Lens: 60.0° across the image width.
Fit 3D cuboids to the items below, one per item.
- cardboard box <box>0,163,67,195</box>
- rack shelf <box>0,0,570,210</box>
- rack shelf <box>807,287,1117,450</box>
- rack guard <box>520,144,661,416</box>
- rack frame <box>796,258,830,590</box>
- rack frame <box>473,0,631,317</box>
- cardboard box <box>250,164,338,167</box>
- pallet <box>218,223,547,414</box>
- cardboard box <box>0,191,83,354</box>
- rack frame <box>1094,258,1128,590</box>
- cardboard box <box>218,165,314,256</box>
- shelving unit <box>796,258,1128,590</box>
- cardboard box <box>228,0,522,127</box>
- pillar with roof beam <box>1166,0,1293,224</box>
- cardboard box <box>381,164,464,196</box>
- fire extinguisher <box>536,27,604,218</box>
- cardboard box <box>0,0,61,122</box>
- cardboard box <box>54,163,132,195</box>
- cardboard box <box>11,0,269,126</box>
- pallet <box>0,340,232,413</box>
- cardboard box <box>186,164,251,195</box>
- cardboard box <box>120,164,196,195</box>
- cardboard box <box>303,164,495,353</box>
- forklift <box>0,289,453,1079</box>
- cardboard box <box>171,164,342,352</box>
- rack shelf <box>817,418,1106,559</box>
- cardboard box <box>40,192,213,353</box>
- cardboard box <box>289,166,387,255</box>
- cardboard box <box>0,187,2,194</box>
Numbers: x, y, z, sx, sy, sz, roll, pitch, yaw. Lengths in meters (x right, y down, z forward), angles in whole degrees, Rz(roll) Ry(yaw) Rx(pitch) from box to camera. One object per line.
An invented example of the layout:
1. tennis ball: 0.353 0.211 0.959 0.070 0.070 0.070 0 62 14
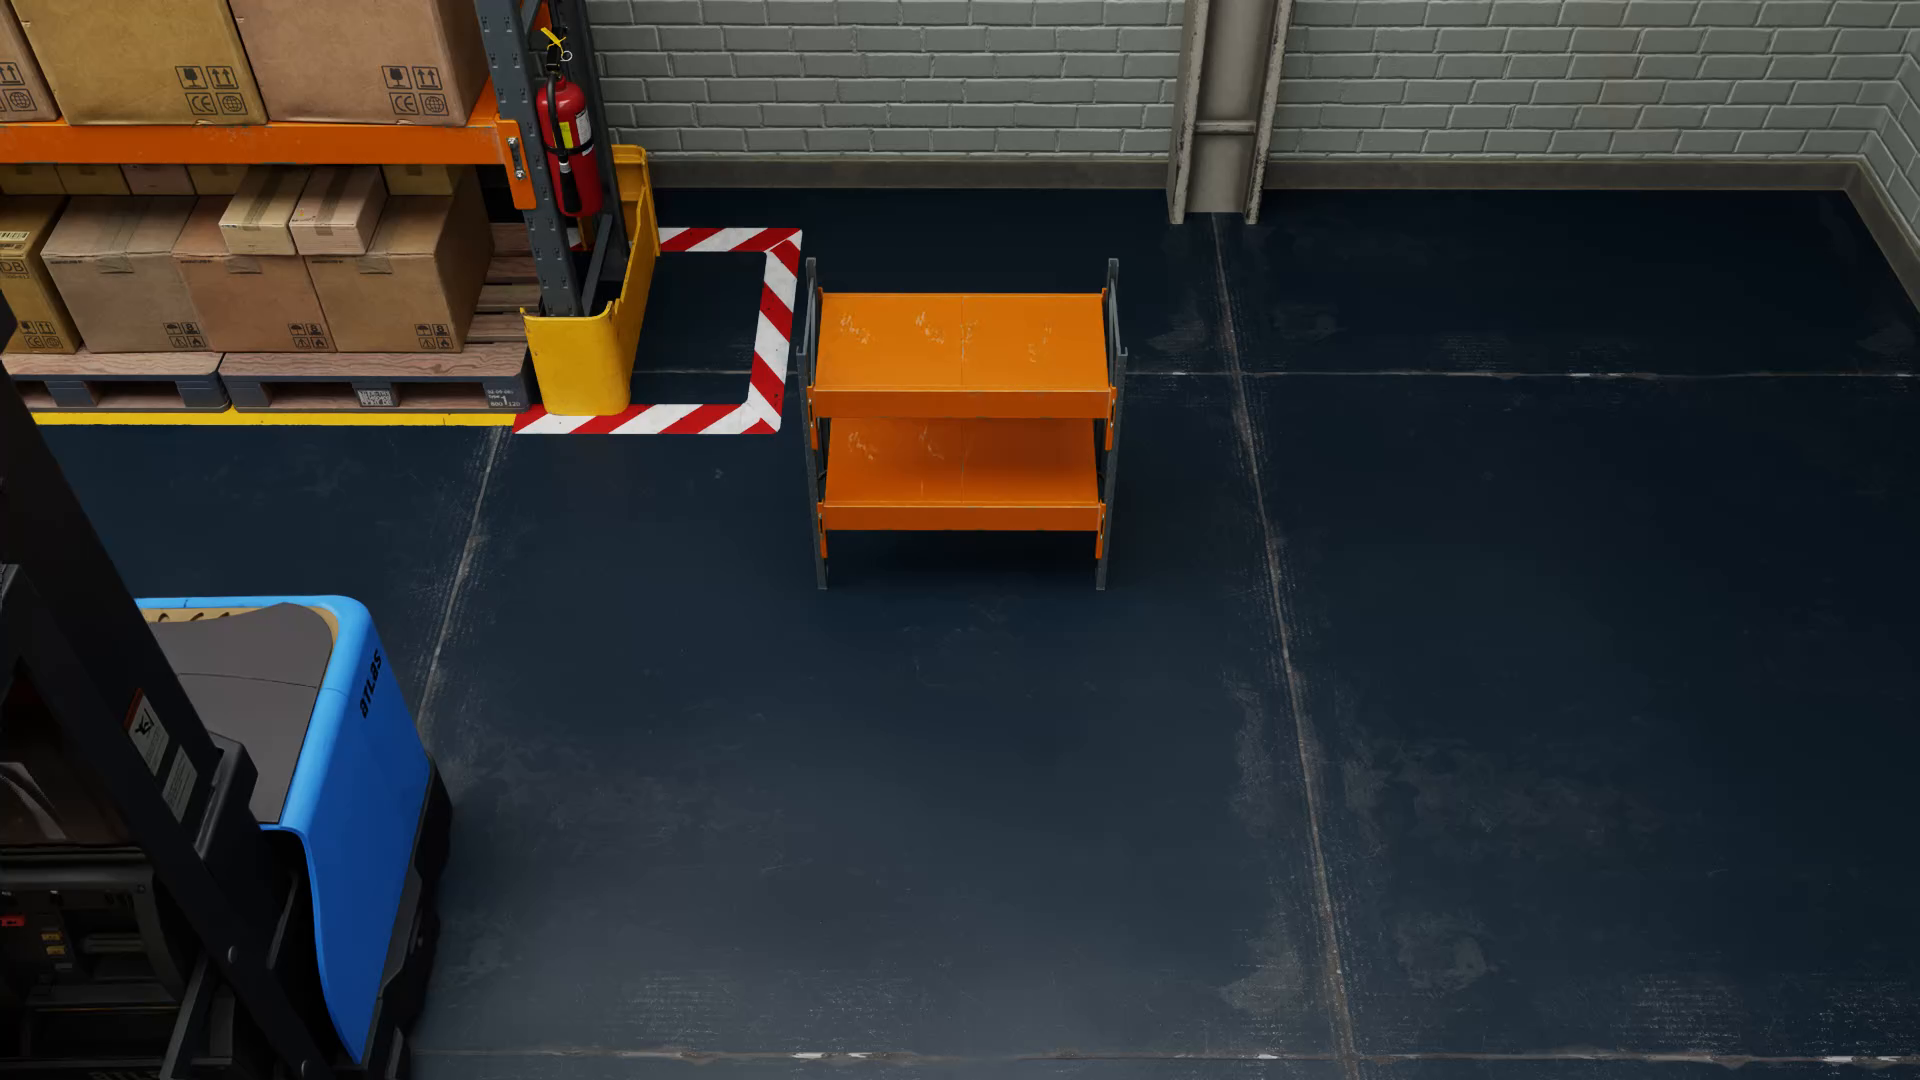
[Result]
1. cardboard box: -3.637 -1.543 6.615 0.250 0.149 0.380 -1 47 -1
2. rack shelf: -3.541 -1.713 6.287 4.000 0.370 1.077 0 47 0
3. rack shelf: 0.007 -0.583 5.624 1.000 0.278 0.538 0 47 0
4. rack guard: -1.517 -1.101 6.933 0.348 0.500 1.175 0 47 0
5. rack frame: -0.502 -0.385 5.840 0.032 1.125 0.500 0 47 0
6. rack frame: -1.541 -1.953 6.018 0.127 3.000 1.000 0 47 0
7. cardboard box: -2.622 -1.541 6.612 0.250 0.149 0.380 0 47 0
8. pallet: -2.341 -0.947 6.988 1.213 0.211 1.003 0 47 0
9. cardboard box: -3.778 -1.171 6.712 0.500 0.500 0.700 1 47 1
10. rack frame: 0.515 -0.382 5.837 0.032 1.125 0.500 0 47 0
11. cardboard box: -2.626 -1.261 6.352 0.250 0.149 0.380 1 47 1
12. shelving unit: 0.007 -0.383 5.838 1.048 1.125 0.538 0 47 0
13. cardboard box: -2.051 -2.049 5.903 0.700 0.700 0.980 2 47 2
14. pillar with roof beam: 1.146 -1.471 1.472 0.400 9.000 9.100 0 47 0
15. cardboard box: -2.116 -1.540 6.612 0.250 0.149 0.380 0 47 0
16. fire extinguisher: -1.392 -1.461 5.868 0.183 0.674 0.296 0 47 0
17. cardboard box: -3.541 -2.052 5.905 0.700 0.700 0.980 -2 47 -2
18. cardboard box: -3.384 -1.542 6.614 0.250 0.149 0.380 1 47 1
19. cardboard box: -2.779 -2.043 5.897 0.700 0.700 0.980 0 47 0
20. pallet: -3.558 -0.953 6.993 1.213 0.211 1.003 0 47 0
21. cardboard box: -2.873 -1.542 6.613 0.250 0.149 0.380 1 47 0
22. cardboard box: -3.127 -1.542 6.614 0.250 0.149 0.380 1 47 1
23. cardboard box: -2.242 -1.173 6.713 0.500 0.500 0.700 0 47 0
24. forklift: -2.125 0.972 3.343 1.130 2.935 3.031 -1 47 -1
25. cardboard box: -2.742 -1.174 6.714 0.500 0.500 0.700 0 47 0
26. rack shelf: 0.007 -0.217 6.017 1.000 0.278 0.538 0 47 0
27. cardboard box: -3.245 -1.175 6.715 0.500 0.500 0.700 -1 47 -1
28. cardboard box: -2.371 -1.261 6.352 0.250 0.149 0.380 0 47 0
29. cardboard box: -3.895 -1.543 6.615 0.250 0.149 0.380 1 47 1
